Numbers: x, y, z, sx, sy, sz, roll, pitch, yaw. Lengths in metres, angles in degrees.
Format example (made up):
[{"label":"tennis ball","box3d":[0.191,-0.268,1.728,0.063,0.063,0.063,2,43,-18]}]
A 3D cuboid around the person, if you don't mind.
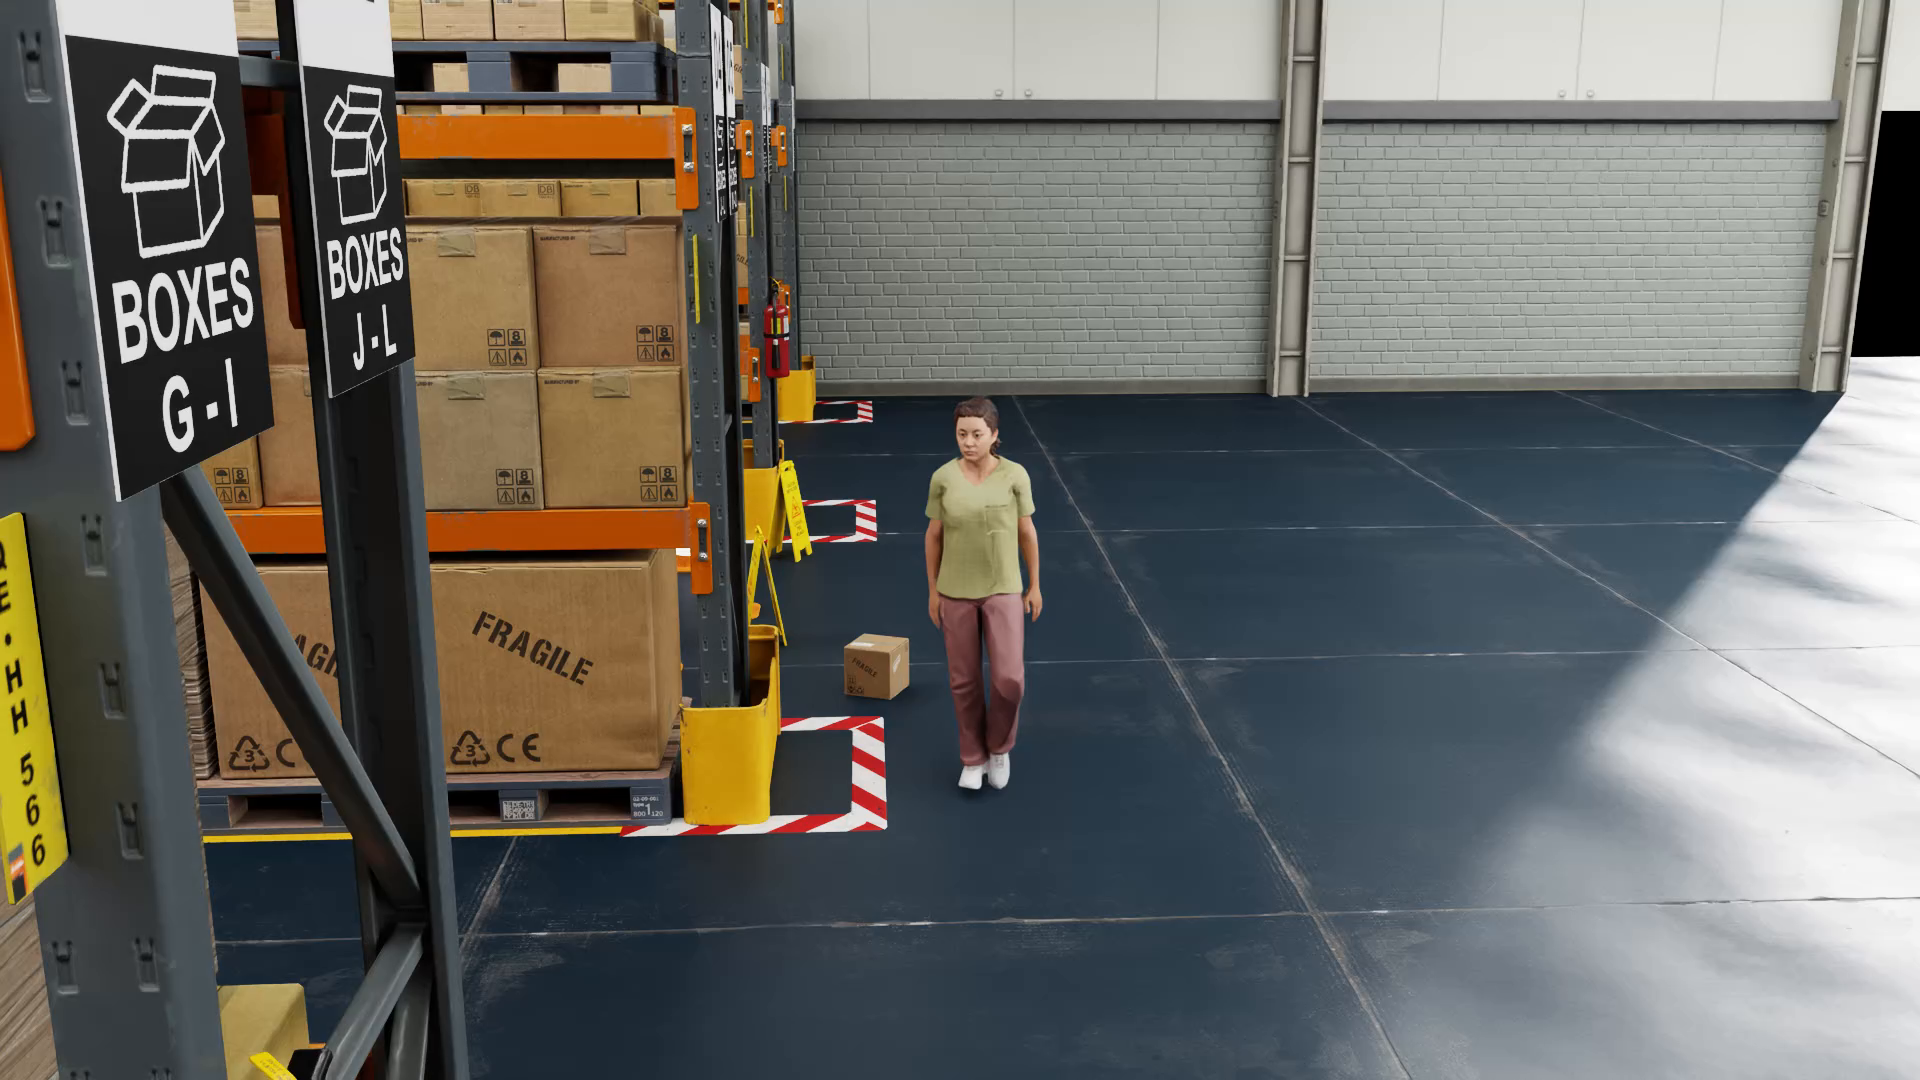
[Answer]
[{"label":"person","box3d":[0.085,0.248,6.889,0.489,1.688,0.430,2,14,8]}]
